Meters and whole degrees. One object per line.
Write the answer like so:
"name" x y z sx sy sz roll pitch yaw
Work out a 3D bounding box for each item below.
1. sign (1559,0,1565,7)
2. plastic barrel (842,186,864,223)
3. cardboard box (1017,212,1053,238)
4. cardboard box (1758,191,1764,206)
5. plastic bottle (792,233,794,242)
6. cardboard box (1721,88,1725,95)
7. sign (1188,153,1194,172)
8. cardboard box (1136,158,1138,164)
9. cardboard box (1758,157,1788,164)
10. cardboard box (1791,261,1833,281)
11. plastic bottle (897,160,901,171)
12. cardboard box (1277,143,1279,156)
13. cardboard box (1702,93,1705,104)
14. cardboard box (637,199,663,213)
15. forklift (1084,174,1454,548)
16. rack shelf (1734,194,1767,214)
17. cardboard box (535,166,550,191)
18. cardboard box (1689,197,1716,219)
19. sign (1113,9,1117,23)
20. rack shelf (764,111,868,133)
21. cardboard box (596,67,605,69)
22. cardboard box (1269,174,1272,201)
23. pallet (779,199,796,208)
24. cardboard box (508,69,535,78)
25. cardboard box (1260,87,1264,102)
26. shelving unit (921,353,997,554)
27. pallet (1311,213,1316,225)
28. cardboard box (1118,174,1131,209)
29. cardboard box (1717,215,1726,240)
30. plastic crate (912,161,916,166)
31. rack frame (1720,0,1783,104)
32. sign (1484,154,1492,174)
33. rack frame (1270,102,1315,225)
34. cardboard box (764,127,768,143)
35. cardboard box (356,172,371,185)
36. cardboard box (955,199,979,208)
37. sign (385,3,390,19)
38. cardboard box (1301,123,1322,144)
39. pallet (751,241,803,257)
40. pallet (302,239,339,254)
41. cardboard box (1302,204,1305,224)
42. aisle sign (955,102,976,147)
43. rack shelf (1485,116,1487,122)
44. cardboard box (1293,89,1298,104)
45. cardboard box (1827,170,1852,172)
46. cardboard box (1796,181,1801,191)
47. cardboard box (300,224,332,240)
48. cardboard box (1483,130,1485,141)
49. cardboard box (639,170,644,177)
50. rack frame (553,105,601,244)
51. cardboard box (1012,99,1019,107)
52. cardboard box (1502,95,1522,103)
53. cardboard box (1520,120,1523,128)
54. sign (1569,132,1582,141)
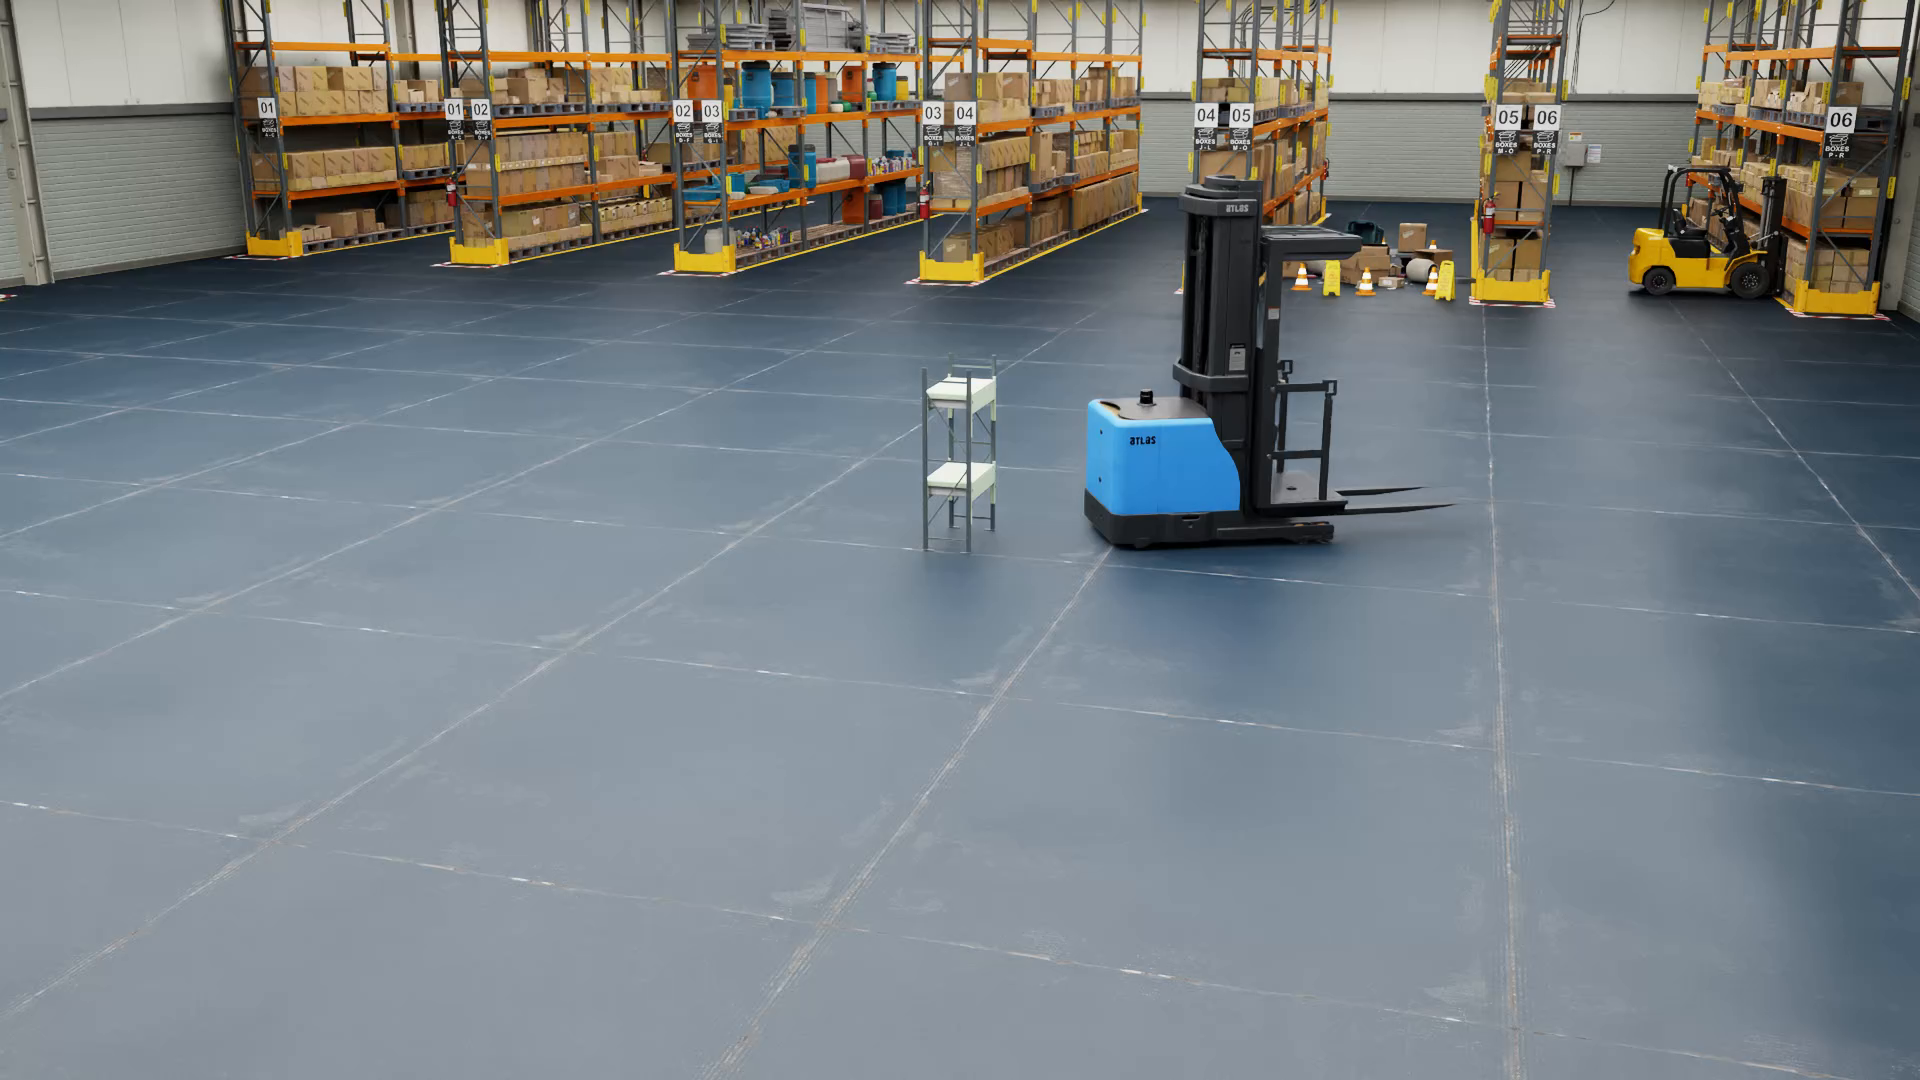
"sign" 10.976 -9.881 30.316 0.100 0.325 0.005 5 16 16
"plastic barrel" -2.530 -8.040 39.886 0.600 0.830 0.708 5 16 16
"cardboard box" 1.625 -6.906 36.455 0.700 0.500 0.500 6 17 21
"cardboard box" 15.251 -6.382 31.107 0.500 0.250 0.500 5 16 16
"plastic bottle" -3.593 -6.453 35.404 0.097 0.201 0.097 0 16 0
"cardboard box" 16.869 -9.796 36.334 0.380 0.149 0.250 4 16 15
"sign" 4.033 -6.581 28.980 0.100 0.325 0.005 5 16 16
"cardboard box" 4.584 -10.222 44.832 0.380 0.149 0.250 5 17 17
"cardboard box" 16.654 -7.589 34.135 0.500 0.500 0.500 5 17 18
"cardboard box" 13.923 -4.395 27.179 0.500 0.250 0.500 4 16 15
"plastic bottle" -1.565 -9.384 41.644 0.152 0.276 0.135 5 16 16
"cardboard box" 6.110 -7.838 33.949 0.700 0.500 0.500 5 17 16
"cardboard box" 18.118 -10.594 39.915 0.500 0.250 0.500 5 17 17
"cardboard box" -7.455 -7.994 39.759 0.500 0.311 0.500 4 16 15
"forklift" 2.636 -1.515 13.801 3.031 2.935 1.130 -3 16 -10
"rack shelf" 15.790 -6.347 32.028 1.077 0.370 4.000 5 16 16
"cardboard box" -9.092 -7.619 35.012 0.700 0.500 0.500 5 17 18
"cardboard box" 18.367 -8.158 40.899 0.797 0.503 0.637 4 16 14
"sign" 3.757 -12.750 40.433 0.100 0.325 0.005 5 16 16
"rack shelf" -3.221 -9.327 37.036 1.077 0.370 4.000 5 16 16
"cardboard box" -10.267 -12.979 46.541 0.500 0.500 0.500 5 17 16
"cardboard box" 5.593 -6.886 32.335 0.875 0.550 0.550 5 16 16
"pallet" -5.374 -9.661 47.503 1.003 0.211 1.213 5 16 16
"cardboard box" -11.533 -12.266 43.715 0.500 0.250 0.500 4 16 14
"cardboard box" 5.076 -7.868 29.352 0.500 0.250 0.500 4 16 15
"shelving unit" -0.002 -0.720 13.619 0.431 1.500 0.755 5 16 16
"pallet" 8.462 -8.161 42.216 1.003 0.211 1.213 5 16 16
"cardboard box" 4.006 -9.230 43.998 0.875 0.875 0.875 5 16 16
"cardboard box" 16.700 -6.748 35.933 0.500 0.500 0.500 4 16 14
"plastic crate" -1.246 -9.812 43.299 0.396 0.136 0.243 5 16 16
"rack frame" 17.495 -11.149 36.645 1.000 3.000 0.127 5 16 16
"sign" 8.798 -6.265 27.718 0.100 0.325 0.005 5 16 16
"rack frame" 7.960 -9.004 40.078 1.000 3.000 0.127 5 16 16
"cardboard box" -5.567 -11.085 45.396 0.500 0.500 0.500 4 16 14
"cardboard box" -13.409 -8.002 36.783 0.500 0.250 0.500 5 16 16
"cardboard box" 0.132 -6.211 30.690 0.380 0.149 0.250 5 16 16
"sign" -12.773 -11.801 37.088 0.100 0.325 0.005 5 16 16
"cardboard box" 8.775 -10.176 41.648 0.500 0.500 0.500 4 16 14
"pallet" -4.020 -6.192 35.274 1.003 0.211 1.213 5 16 16
"pallet" -14.138 -6.316 35.711 1.003 0.211 1.213 5 16 16
"cardboard box" 7.845 -7.656 39.137 0.500 0.500 0.500 4 16 15
"aisle sign" 0.093 -7.487 29.964 0.394 0.787 0.004 5 16 16
"rack shelf" 13.303 -10.267 40.351 1.077 0.370 4.000 5 16 16
"cardboard box" 6.814 -9.311 34.874 0.500 0.311 0.500 5 16 16
"cardboard box" 15.025 -6.234 28.393 0.380 0.149 0.250 4 16 15
"cardboard box" 14.255 -5.933 27.879 0.380 0.149 0.250 5 17 16
"cardboard box" -13.979 -6.669 35.967 0.500 0.311 0.500 6 17 20
"cardboard box" 13.183 -9.848 41.037 0.500 0.500 0.500 4 16 15
"cardboard box" -7.709 -8.679 39.392 0.380 0.149 0.250 6 17 20
"rack frame" -8.537 -8.091 36.860 1.000 3.000 0.127 5 16 16
"cardboard box" 0.939 -8.568 32.588 0.380 0.149 0.250 4 16 14
"cardboard box" 9.137 -7.325 27.658 0.380 0.149 0.250 5 17 16
"cardboard box" 9.441 -7.140 28.469 0.380 0.149 0.250 5 17 16
"sign" 17.430 -11.425 47.099 0.339 0.242 0.001 5 16 16
